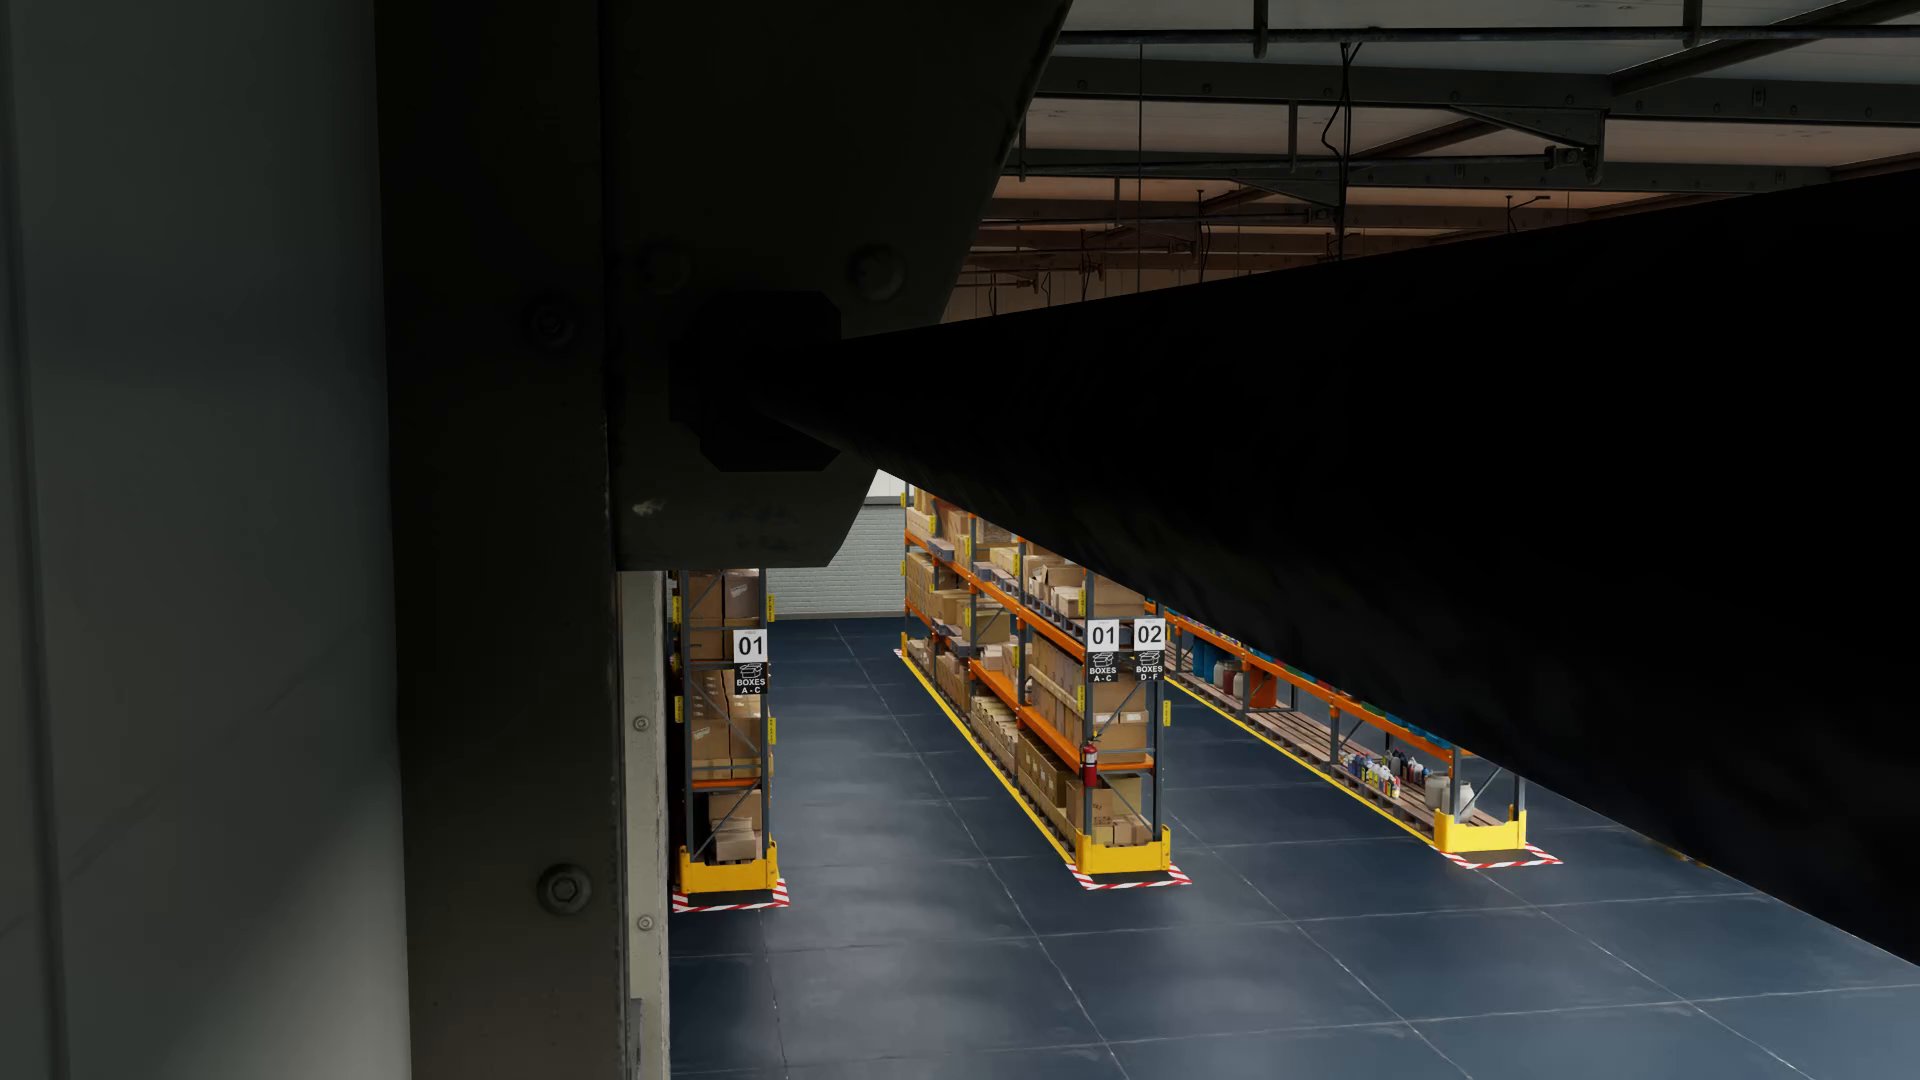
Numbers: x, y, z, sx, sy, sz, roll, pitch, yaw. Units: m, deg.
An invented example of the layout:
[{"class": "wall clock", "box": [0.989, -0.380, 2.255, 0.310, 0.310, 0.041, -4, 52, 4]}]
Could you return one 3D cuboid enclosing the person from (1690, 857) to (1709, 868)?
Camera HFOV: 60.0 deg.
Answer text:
[{"class": "person", "box": [9.435, 3.227, 21.362, 0.645, 1.783, 0.858, -1, 6, -10]}]
